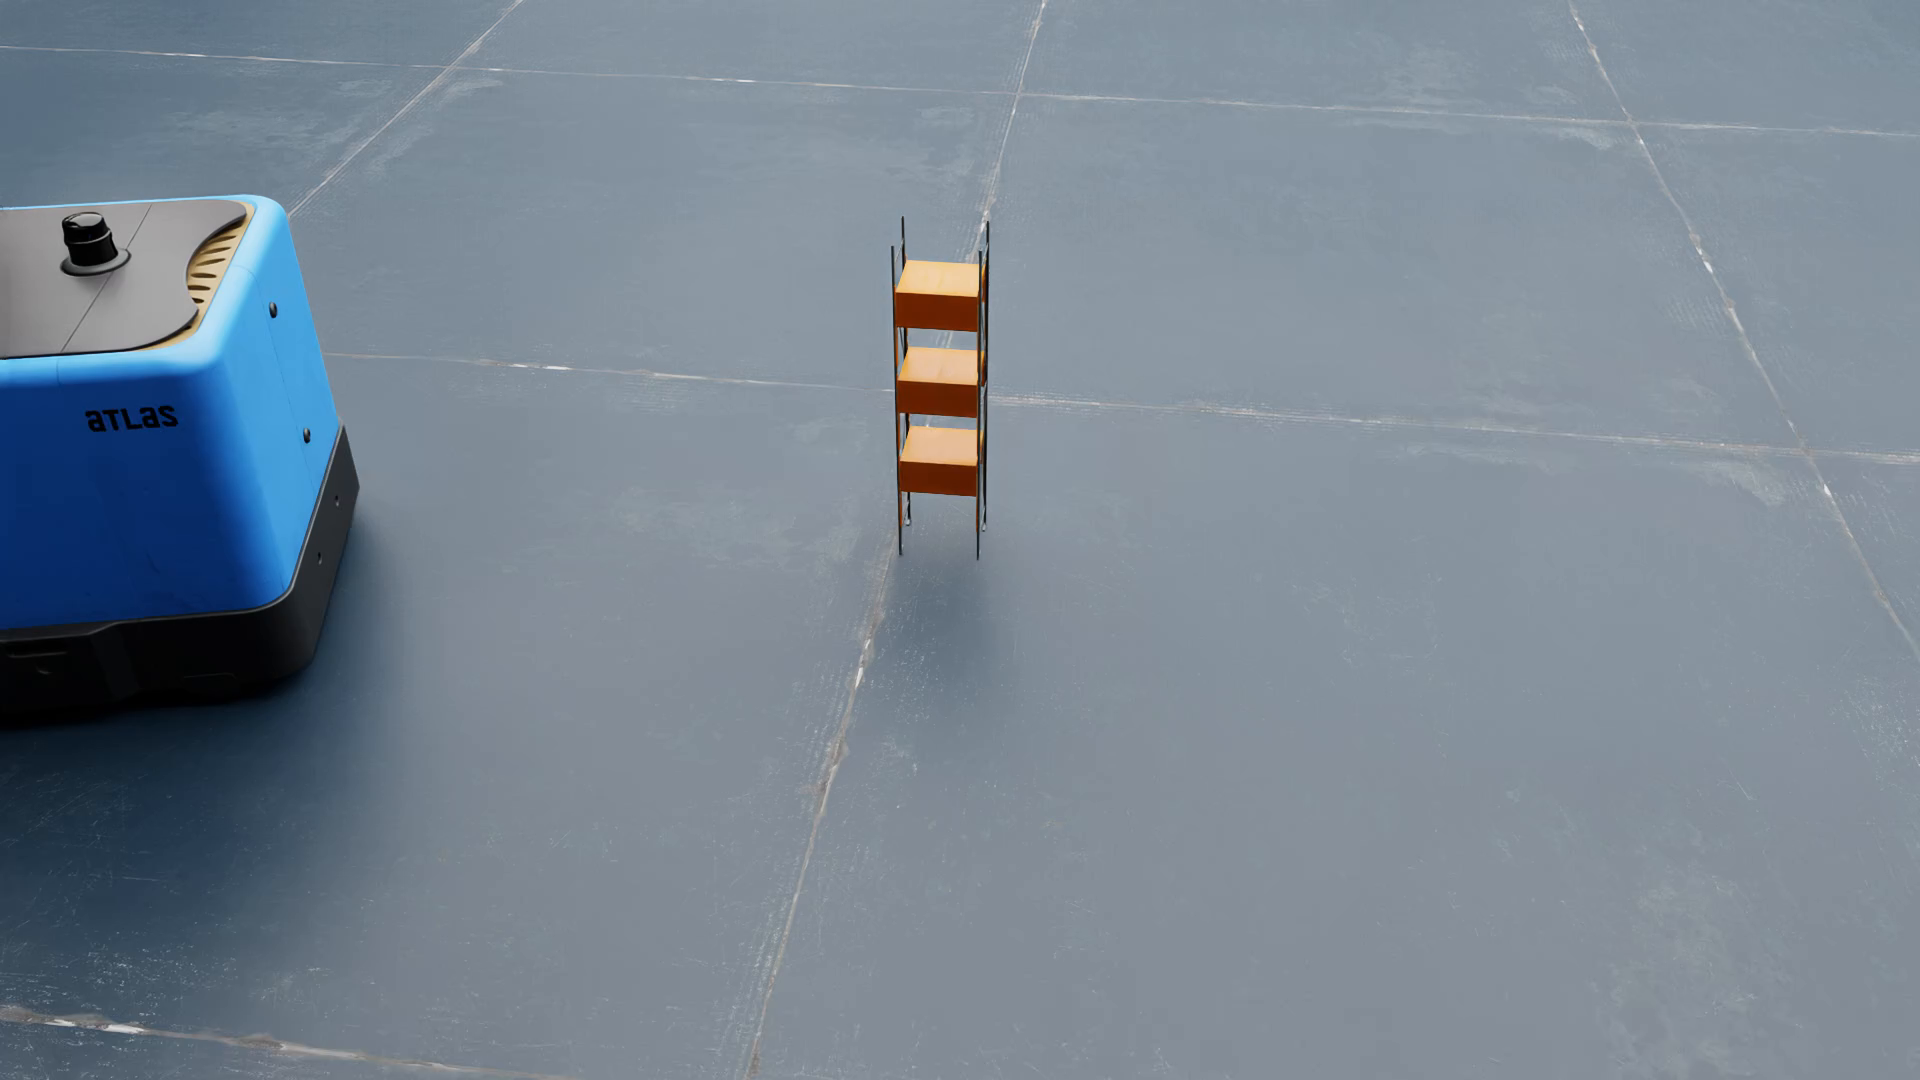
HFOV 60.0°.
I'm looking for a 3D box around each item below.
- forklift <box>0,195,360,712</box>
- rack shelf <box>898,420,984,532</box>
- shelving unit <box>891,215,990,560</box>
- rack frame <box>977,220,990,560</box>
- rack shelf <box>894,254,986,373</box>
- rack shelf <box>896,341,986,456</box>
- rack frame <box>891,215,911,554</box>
[{"bbox_3d":[-3.376,-0.934,4.036,3.031,2.935,1.130,-5,36,-6],"label":"forklift"},{"bbox_3d":[-0.053,-0.196,5.118,0.240,0.259,0.215,4,36,6],"label":"rack shelf"},{"bbox_3d":[-0.053,-0.431,4.951,0.252,1.050,0.215,4,36,6],"label":"shelving unit"},{"bbox_3d":[0.068,-0.422,4.938,0.008,1.050,0.200,4,36,6],"label":"rack frame"},{"bbox_3d":[-0.053,-0.654,4.792,0.240,0.259,0.215,4,36,6],"label":"rack shelf"},{"bbox_3d":[-0.053,-0.423,4.957,0.240,0.259,0.215,4,36,6],"label":"rack shelf"},{"bbox_3d":[-0.174,-0.440,4.963,0.008,1.050,0.200,4,36,6],"label":"rack frame"}]
